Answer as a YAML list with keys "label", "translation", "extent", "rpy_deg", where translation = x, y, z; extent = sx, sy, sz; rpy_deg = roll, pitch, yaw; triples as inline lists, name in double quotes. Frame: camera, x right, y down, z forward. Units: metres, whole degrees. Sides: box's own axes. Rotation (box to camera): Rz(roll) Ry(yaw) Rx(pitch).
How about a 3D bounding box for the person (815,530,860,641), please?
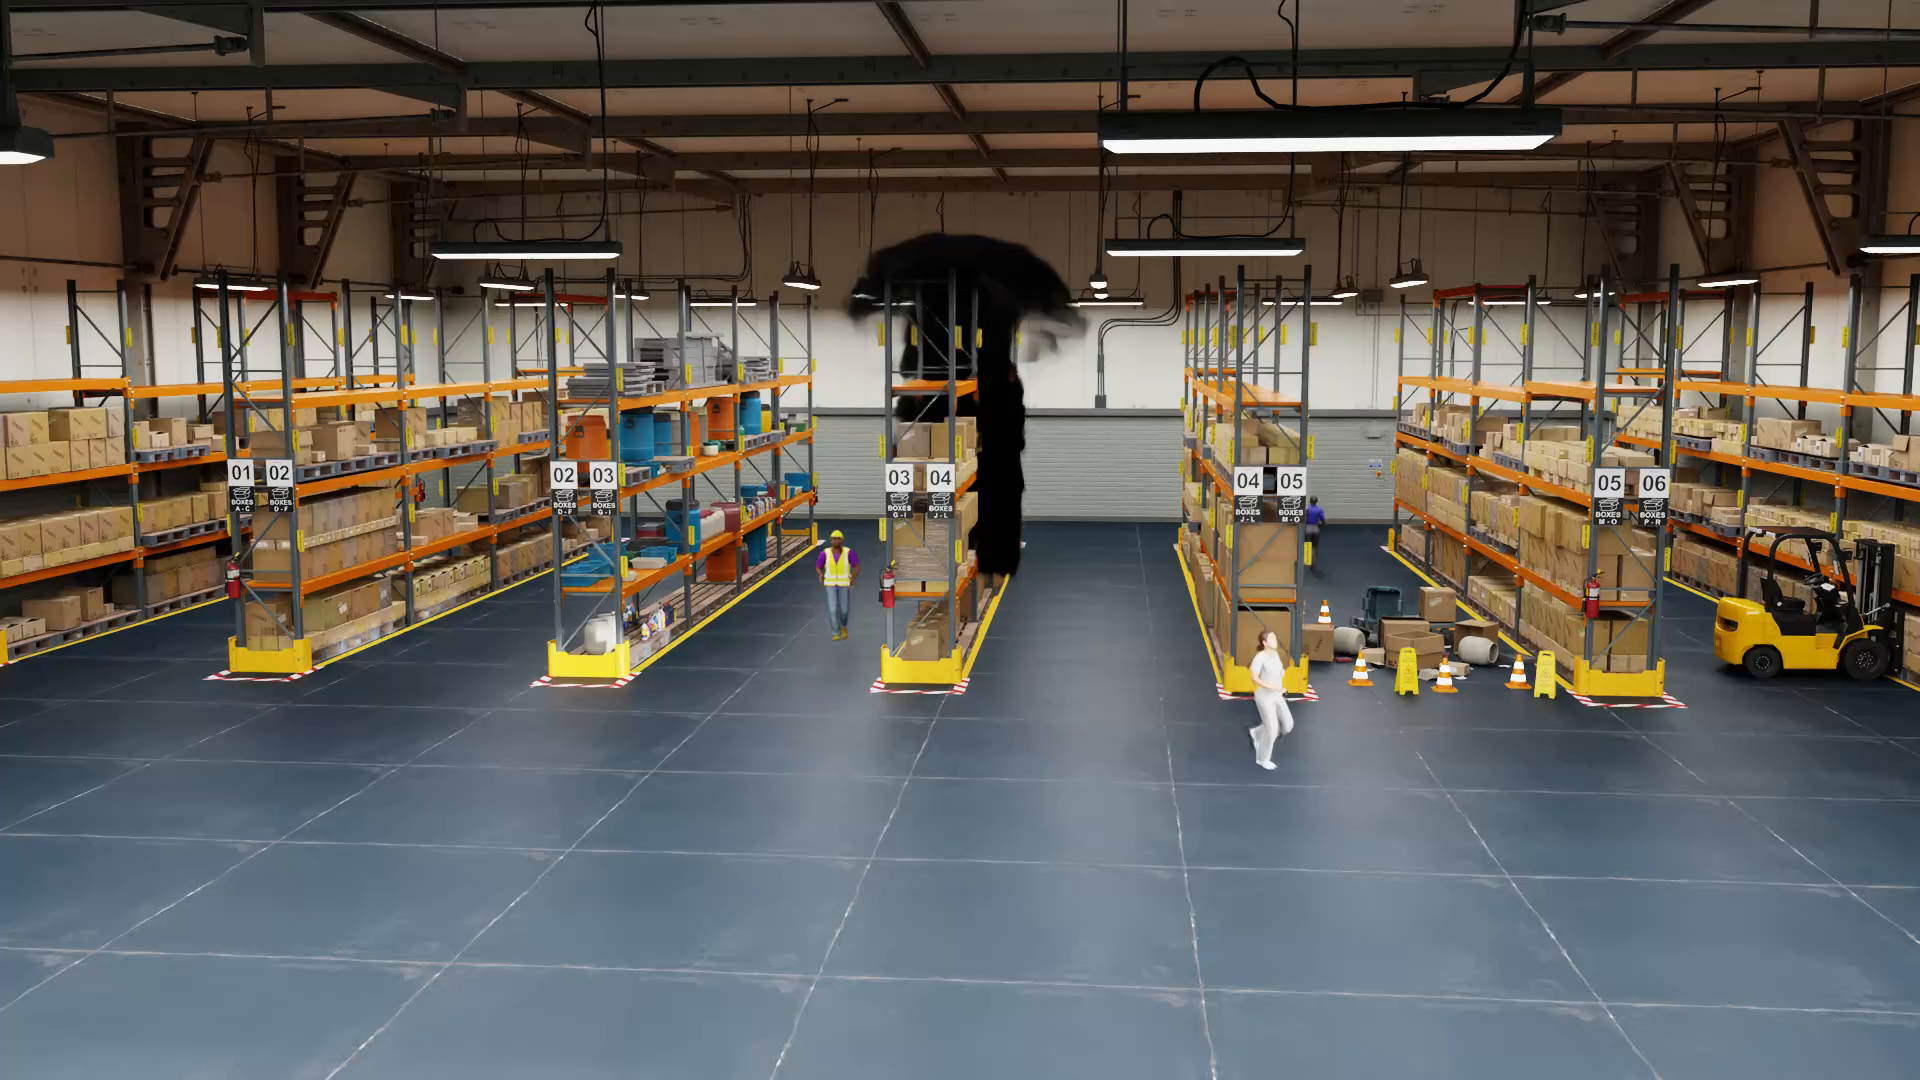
- label: "person"
  translation: [-1.912, 0.716, 25.893]
  extent: [0.696, 1.735, 0.558]
  rpy_deg: [0, 7, -1]

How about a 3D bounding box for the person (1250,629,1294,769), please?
- label: "person"
  translation: [3.606, 1.847, 19.408]
  extent: [0.601, 1.636, 0.578]
  rpy_deg: [-7, 10, -44]

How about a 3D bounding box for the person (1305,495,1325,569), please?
- label: "person"
  translation: [7.624, -0.167, 36.136]
  extent: [0.597, 1.622, 0.621]
  rpy_deg: [1, 7, 5]
